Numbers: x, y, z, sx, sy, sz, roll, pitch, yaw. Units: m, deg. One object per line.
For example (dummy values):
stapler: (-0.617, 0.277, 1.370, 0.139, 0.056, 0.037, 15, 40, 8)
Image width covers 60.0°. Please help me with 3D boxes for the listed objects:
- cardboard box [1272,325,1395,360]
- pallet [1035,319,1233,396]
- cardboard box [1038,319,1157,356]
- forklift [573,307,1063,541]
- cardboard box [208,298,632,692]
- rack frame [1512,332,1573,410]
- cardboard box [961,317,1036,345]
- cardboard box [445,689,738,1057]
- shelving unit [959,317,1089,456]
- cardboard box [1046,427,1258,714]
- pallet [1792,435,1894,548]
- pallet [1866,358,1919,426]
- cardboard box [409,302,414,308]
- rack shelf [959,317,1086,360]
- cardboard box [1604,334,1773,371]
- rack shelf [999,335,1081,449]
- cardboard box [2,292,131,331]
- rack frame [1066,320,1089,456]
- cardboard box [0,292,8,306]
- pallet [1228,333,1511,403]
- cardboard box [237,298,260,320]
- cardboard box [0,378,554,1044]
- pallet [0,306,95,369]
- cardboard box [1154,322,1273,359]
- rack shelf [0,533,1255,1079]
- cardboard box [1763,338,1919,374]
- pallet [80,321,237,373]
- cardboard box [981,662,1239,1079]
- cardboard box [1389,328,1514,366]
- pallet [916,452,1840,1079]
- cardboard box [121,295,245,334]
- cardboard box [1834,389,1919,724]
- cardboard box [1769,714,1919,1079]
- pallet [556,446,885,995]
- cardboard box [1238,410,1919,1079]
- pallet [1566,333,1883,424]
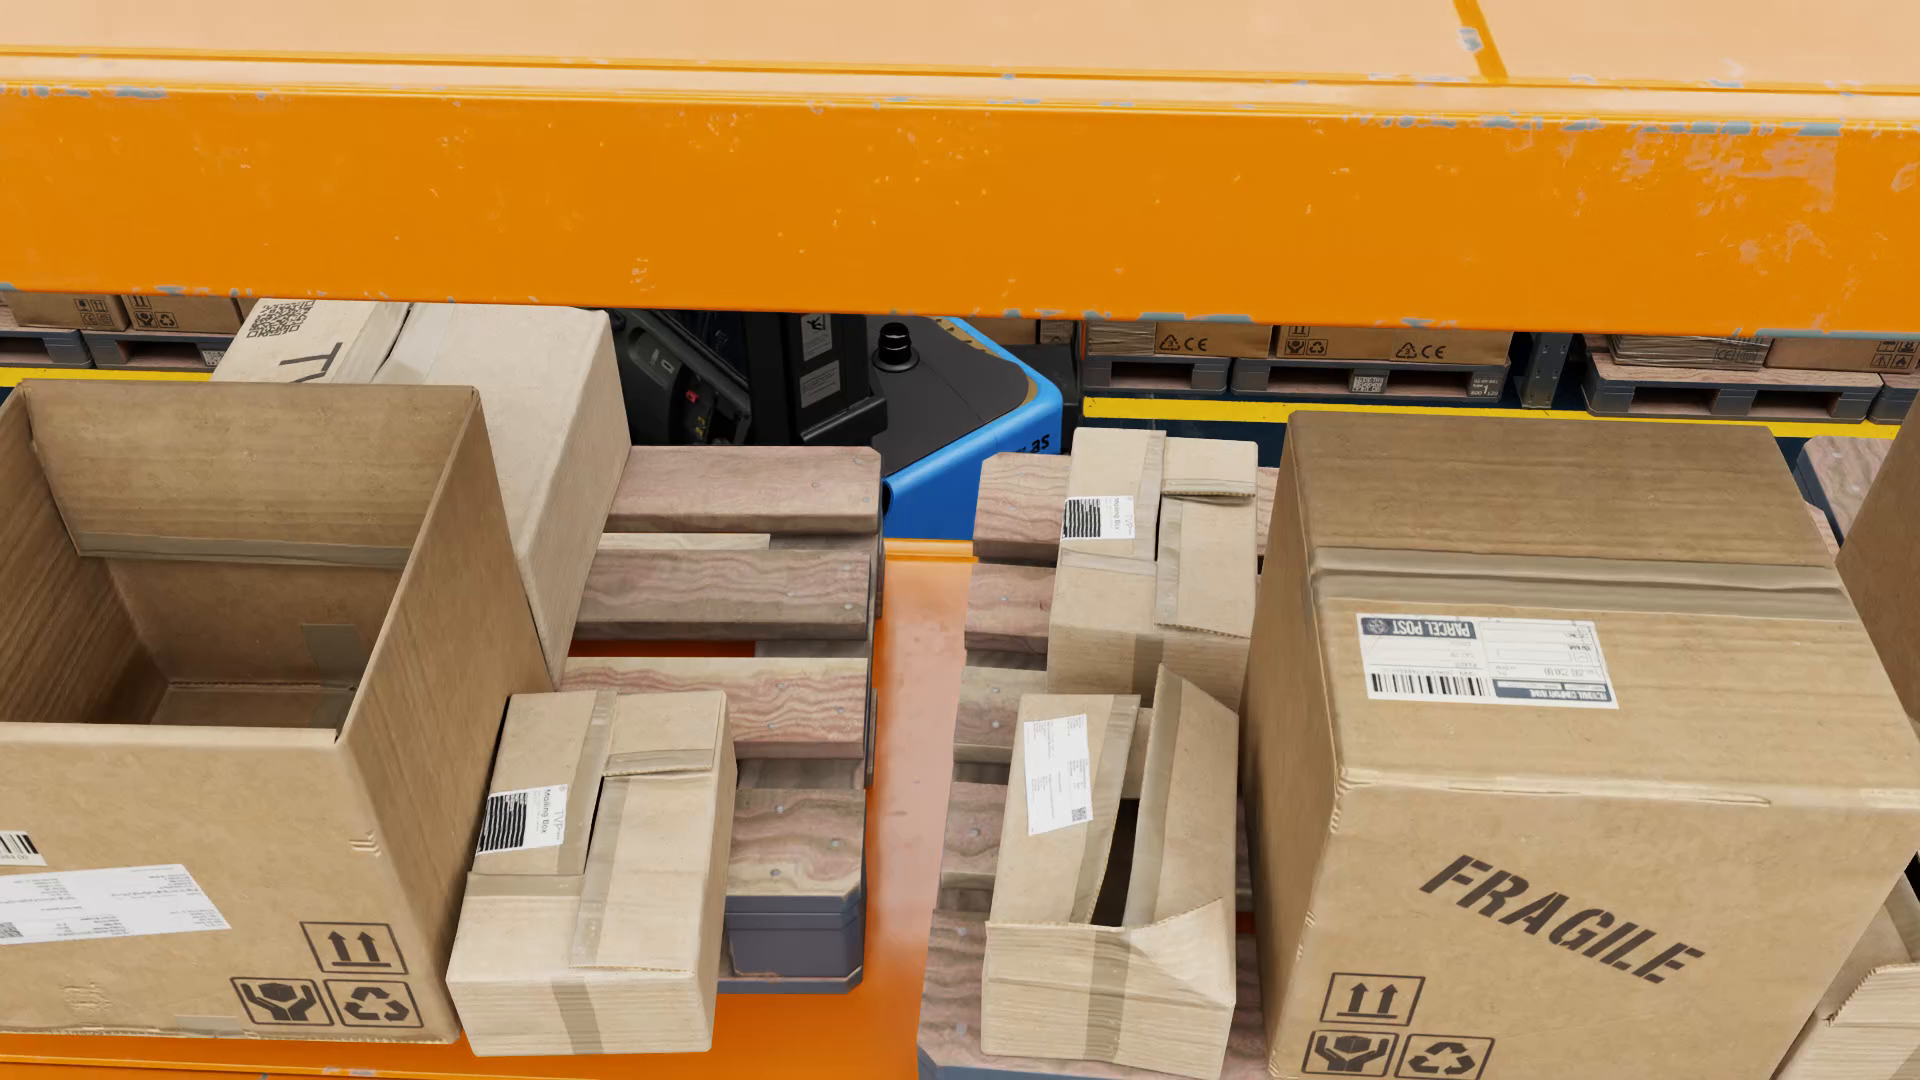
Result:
cardboard box: (1.645, -1.143, 7.302, 0.500, 0.500, 0.500, 1, 43, 1)
pallet: (0.616, -1.083, 7.757, 1.213, 0.211, 1.003, 2, 43, 2)
cardboard box: (0.602, -1.161, 7.321, 0.500, 0.500, 0.500, 0, 43, 0)
forklift: (-1.082, -0.408, 5.038, 3.031, 2.935, 1.130, -30, 51, -28)
cardboard box: (-0.750, -0.092, 2.205, 0.500, 0.311, 0.500, 2, 43, 2)
rack frame: (2.576, -2.015, 6.712, 0.127, 3.000, 1.000, 2, 43, 2)
cardboard box: (0.084, -1.181, 7.343, 0.500, 0.500, 0.500, 1, 43, 1)
cardboard box: (-0.391, 0.354, 1.832, 0.250, 0.166, 0.380, -1, 43, -1)
shelving unit: (0.226, -1.020, 6.305, 0.503, 2.100, 0.431, -1, 43, -1)
cardboard box: (0.256, 0.032, 2.177, 0.250, 0.166, 0.380, 5, 43, 5)
pallet: (1.711, 0.353, 2.109, 1.003, 0.211, 1.213, 4, 43, 4)
pallet: (4.612, -0.904, 7.565, 1.213, 0.211, 1.003, 2, 43, 2)
cardboard box: (-2.346, -1.119, 7.449, 0.258, 0.266, 0.396, 3, 43, 3)
rack shelf: (0.226, -1.010, 6.314, 0.480, 0.518, 0.431, -1, 43, -1)
cardboard box: (3.199, -1.271, 7.348, 0.625, 0.625, 0.875, 3, 43, 3)
rack shelf: (0.226, -0.498, 6.791, 0.480, 0.518, 0.431, -1, 43, -1)
cardboard box: (-3.957, -1.364, 7.539, 0.500, 0.500, 0.700, 3, 43, 4)
rack frame: (0.470, -1.026, 6.311, 0.015, 2.100, 0.400, -1, 43, -1)
cardboard box: (-4.386, -1.248, 7.673, 0.250, 0.149, 0.380, 0, 43, 0)
pallet: (1.832, -1.043, 7.715, 1.213, 0.211, 1.003, 2, 43, 2)
cardboard box: (-2.920, -1.332, 7.505, 0.500, 0.500, 0.700, 0, 43, 0)
cardboard box: (-0.772, 0.179, 1.775, 0.500, 0.500, 0.500, 1, 43, 1)
pallet: (-4.543, -1.214, 7.899, 1.213, 0.211, 1.003, 2, 43, 2)
cardboard box: (1.122, -1.157, 7.318, 0.500, 0.500, 0.500, 3, 43, 4)
rack shelf: (0.358, 0.469, 2.373, 4.000, 0.370, 1.077, 2, 43, 2)
cardboard box: (3.852, -1.257, 7.332, 0.625, 0.625, 0.875, 3, 43, 3)
pallet: (-3.328, -1.175, 7.856, 1.213, 0.211, 1.003, 2, 43, 2)
cardboard box: (0.170, 0.335, 1.780, 0.258, 0.266, 0.396, 5, 43, 5)
cardboard box: (2.144, -1.121, 7.278, 0.500, 0.500, 0.500, 3, 43, 3)
pallet: (0.593, 0.321, 2.143, 1.213, 0.211, 1.003, 4, 43, 4)
cardboard box: (-3.433, -1.279, 7.448, 0.500, 0.500, 0.500, 3, 43, 3)
cardboard box: (1.359, 0.176, 1.778, 0.500, 0.500, 0.700, 0, 43, 0)
cardboard box: (0.965, 0.359, 1.754, 0.258, 0.266, 0.396, 1, 43, 1)
pallet: (-0.721, 0.209, 2.265, 1.217, 0.209, 0.805, 0, 43, 0)
cardboard box: (0.583, 0.221, 1.731, 0.500, 0.500, 0.500, 2, 43, 2)
pallet: (3.397, -0.943, 7.607, 1.213, 0.211, 1.003, 2, 43, 2)
